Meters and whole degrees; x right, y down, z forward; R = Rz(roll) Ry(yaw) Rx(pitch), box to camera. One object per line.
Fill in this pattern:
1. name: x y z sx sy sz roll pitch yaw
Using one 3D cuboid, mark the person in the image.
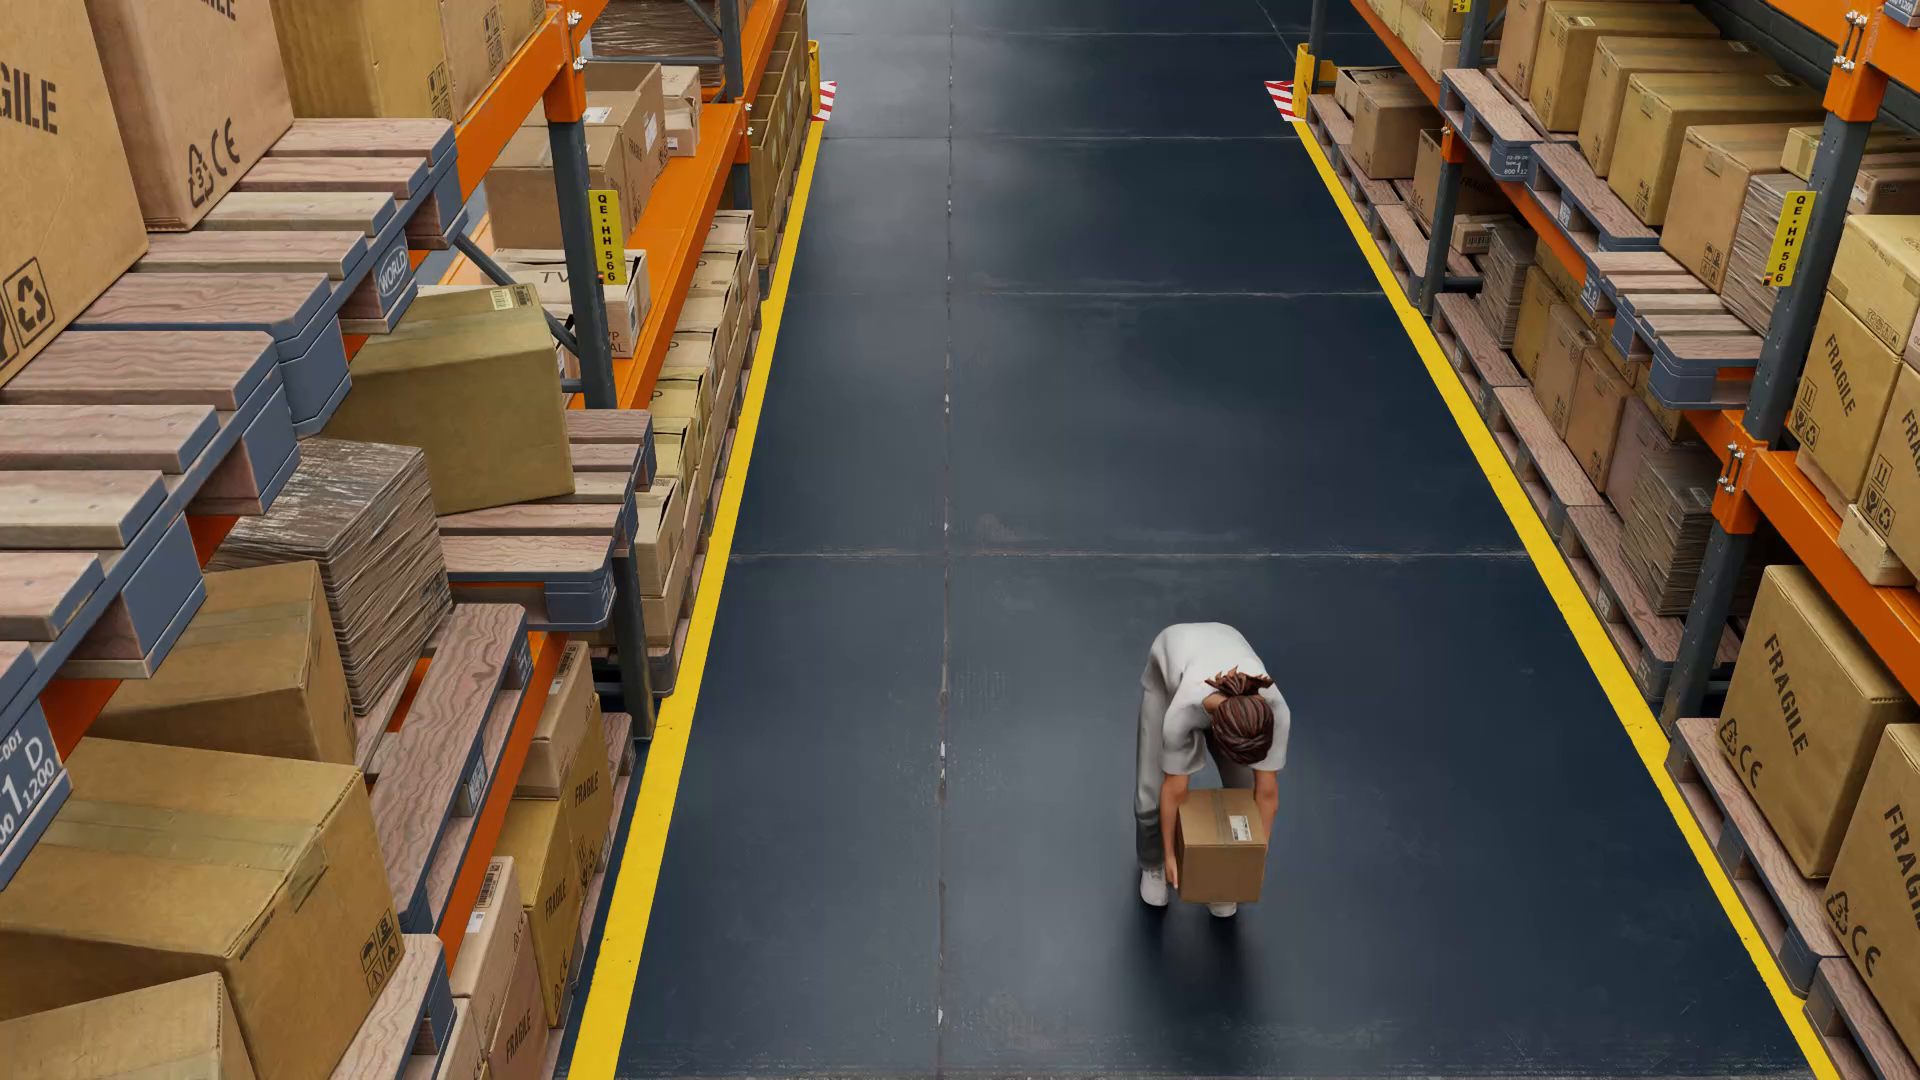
1. person: 0.793 0.791 5.342 0.432 1.164 0.846 -1 32 -2
